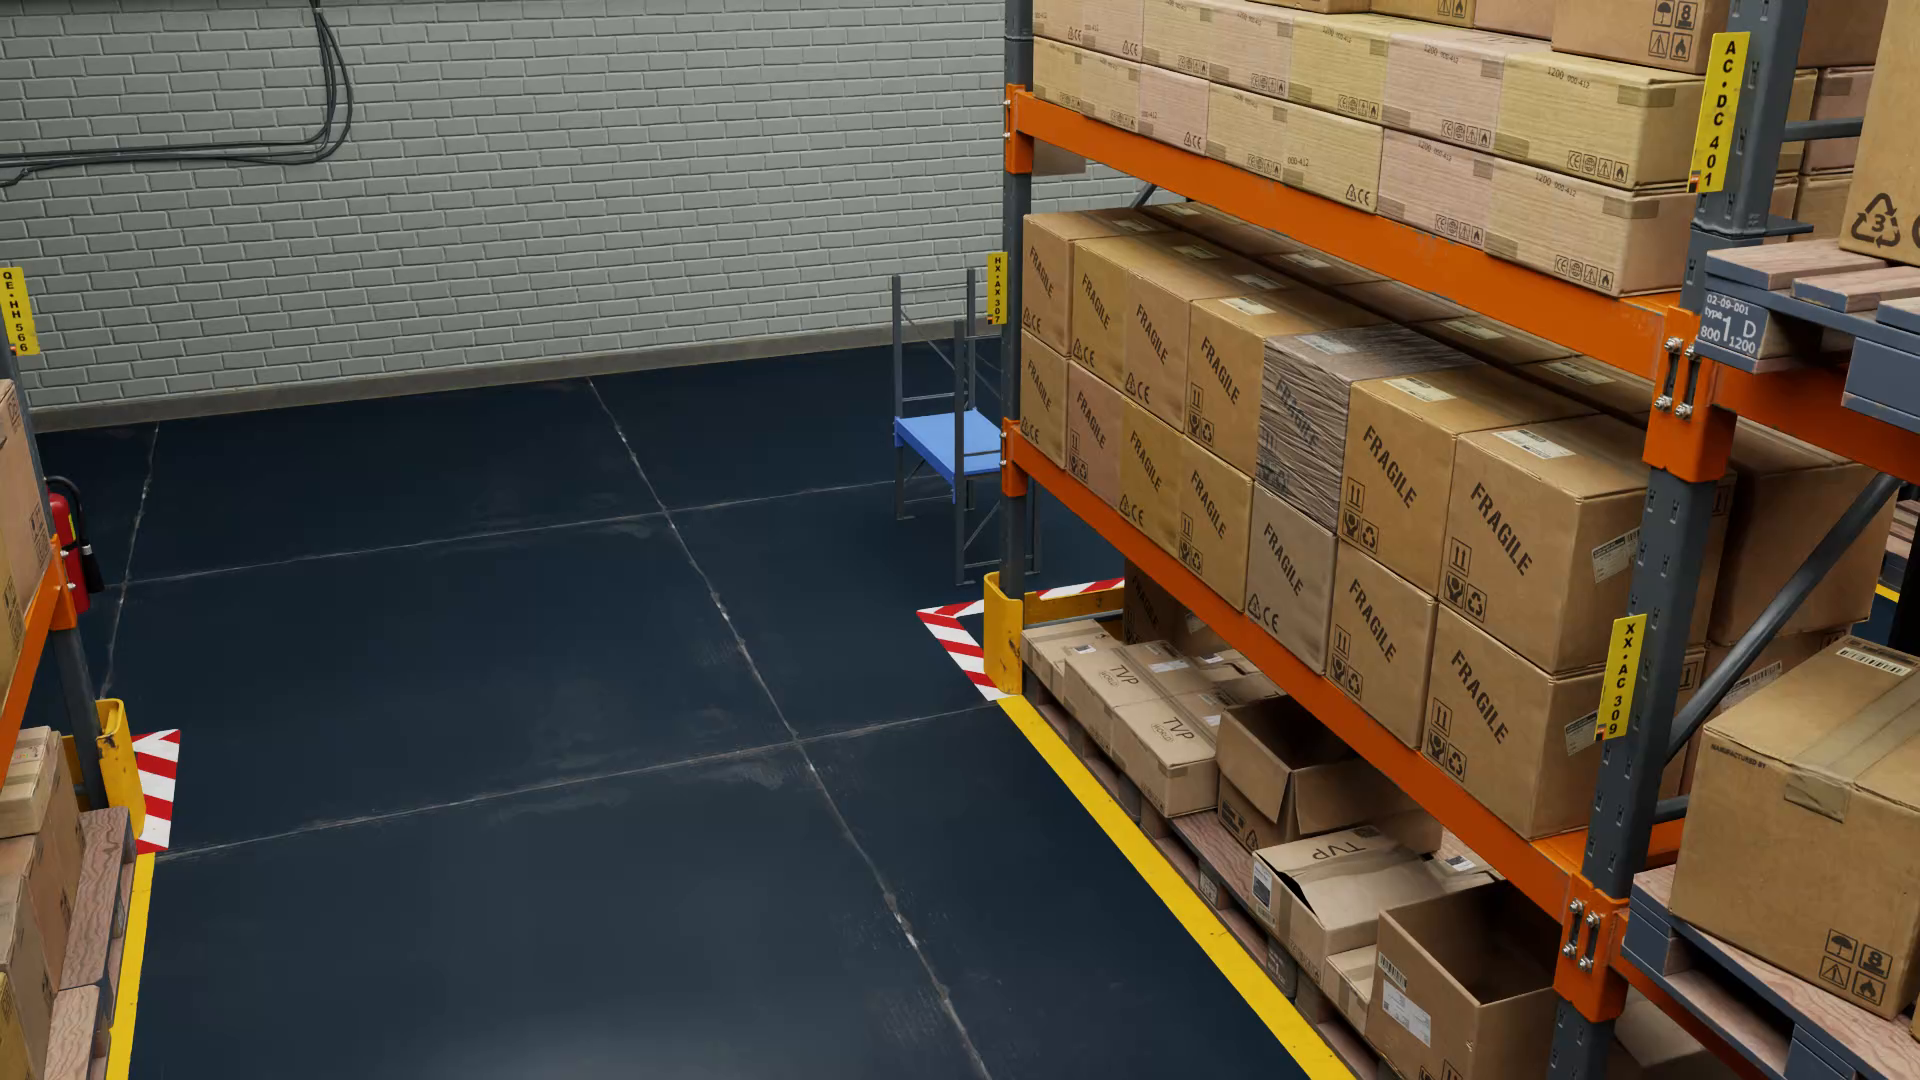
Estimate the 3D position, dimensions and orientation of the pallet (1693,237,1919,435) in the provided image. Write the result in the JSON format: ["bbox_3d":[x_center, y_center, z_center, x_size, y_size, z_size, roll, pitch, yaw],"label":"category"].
[{"bbox_3d":[2.255,-0.396,3.207,1.213,0.211,1.003,-8,24,-19],"label":"pallet"}]

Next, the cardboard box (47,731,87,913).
[{"bbox_3d":[-3.615,1.080,6.004,0.700,0.500,0.500,-8,24,-19],"label":"cardboard box"}]

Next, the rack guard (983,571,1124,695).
[{"bbox_3d":[0.704,0.379,8.207,1.175,0.500,0.348,-8,24,-19],"label":"rack guard"}]

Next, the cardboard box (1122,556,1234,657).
[{"bbox_3d":[1.100,0.313,7.798,0.500,0.500,0.500,-8,24,-19],"label":"cardboard box"}]

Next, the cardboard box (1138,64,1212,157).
[{"bbox_3d":[0.964,-1.527,5.842,0.500,0.250,0.500,-8,24,-19],"label":"cardboard box"}]

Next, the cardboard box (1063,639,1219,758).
[{"bbox_3d":[0.781,0.682,7.243,0.500,0.250,0.500,-8,24,-19],"label":"cardboard box"}]

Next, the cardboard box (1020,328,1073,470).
[{"bbox_3d":[0.587,-0.649,7.299,0.500,0.500,0.500,-8,24,-18],"label":"cardboard box"}]

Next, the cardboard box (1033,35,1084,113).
[{"bbox_3d":[0.621,-1.892,6.708,0.500,0.250,0.500,-8,24,-19],"label":"cardboard box"}]

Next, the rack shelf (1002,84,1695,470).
[{"bbox_3d":[1.384,-1.124,5.620,1.077,0.370,4.000,-8,24,-19],"label":"rack shelf"}]

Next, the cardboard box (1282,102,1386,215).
[{"bbox_3d":[1.318,-1.164,4.980,0.500,0.250,0.500,-8,24,-19],"label":"cardboard box"}]

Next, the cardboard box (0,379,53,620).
[{"bbox_3d":[-3.766,-0.074,5.676,0.980,0.700,0.700,-7,24,-17],"label":"cardboard box"}]

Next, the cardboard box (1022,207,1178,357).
[{"bbox_3d":[0.587,-1.110,7.105,0.500,0.500,0.500,-8,24,-17],"label":"cardboard box"}]

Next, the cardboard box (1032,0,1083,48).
[{"bbox_3d":[0.615,-2.121,6.609,0.500,0.250,0.500,-8,24,-19],"label":"cardboard box"}]

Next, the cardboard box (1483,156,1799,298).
[{"bbox_3d":[1.670,-0.800,4.118,0.500,0.250,0.500,-8,24,-19],"label":"cardboard box"}]

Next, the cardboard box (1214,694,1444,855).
[{"bbox_3d":[1.422,0.919,6.356,0.797,0.503,0.637,-8,24,-19],"label":"cardboard box"}]

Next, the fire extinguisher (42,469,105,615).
[{"bbox_3d":[-3.577,-0.030,6.539,0.296,0.674,0.183,-8,24,-19],"label":"fire extinguisher"}]

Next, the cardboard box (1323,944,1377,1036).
[{"bbox_3d":[1.435,1.468,5.509,0.380,0.149,0.250,-8,24,-19],"label":"cardboard box"}]

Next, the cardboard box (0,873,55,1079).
[{"bbox_3d":[-3.260,1.444,5.139,0.700,0.500,0.500,-9,25,-21],"label":"cardboard box"}]

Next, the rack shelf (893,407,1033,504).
[{"bbox_3d":[0.030,-0.494,9.455,0.538,0.185,1.000,-8,24,-19],"label":"rack shelf"}]

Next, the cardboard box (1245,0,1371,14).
[{"bbox_3d":[1.338,-1.950,5.237,0.700,0.500,0.500,-8,24,-19],"label":"cardboard box"}]

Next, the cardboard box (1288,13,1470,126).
[{"bbox_3d":[1.317,-1.394,4.883,0.500,0.250,0.500,-8,24,-19],"label":"cardboard box"}]

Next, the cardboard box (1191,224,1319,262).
[{"bbox_3d":[1.271,-1.000,6.844,0.500,0.500,0.500,-8,24,-18],"label":"cardboard box"}]

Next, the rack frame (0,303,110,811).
[{"bbox_3d":[-3.956,-0.119,6.171,1.000,3.000,0.127,-8,24,-19],"label":"rack frame"}]

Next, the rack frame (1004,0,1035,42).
[{"bbox_3d":[0.677,-3.565,6.621,1.000,3.000,0.127,-8,24,-19],"label":"rack frame"}]

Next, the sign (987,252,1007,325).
[{"bbox_3d":[0.170,-1.125,7.442,0.100,0.325,0.005,-8,24,-19],"label":"sign"}]

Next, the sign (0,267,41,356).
[{"bbox_3d":[-3.443,-0.831,6.065,0.100,0.325,0.005,-8,24,-19],"label":"sign"}]

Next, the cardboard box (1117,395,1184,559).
[{"bbox_3d":[0.949,-0.279,6.422,0.500,0.500,0.500,-8,24,-19],"label":"cardboard box"}]

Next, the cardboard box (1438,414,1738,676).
[{"bbox_3d":[1.670,-0.002,4.476,0.500,0.500,0.500,-8,24,-19],"label":"cardboard box"}]

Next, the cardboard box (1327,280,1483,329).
[{"bbox_3d":[1.640,-0.625,5.955,0.500,0.500,0.500,-8,24,-17],"label":"cardboard box"}]

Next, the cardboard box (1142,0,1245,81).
[{"bbox_3d":[0.968,-1.758,5.746,0.500,0.250,0.500,-8,24,-19],"label":"cardboard box"}]

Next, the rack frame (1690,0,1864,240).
[{"bbox_3d":[2.090,-2.111,3.173,1.000,3.000,0.127,-8,24,-19],"label":"rack frame"}]

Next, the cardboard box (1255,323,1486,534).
[{"bbox_3d":[1.308,-0.371,5.352,0.500,0.500,0.500,-8,24,-19],"label":"cardboard box"}]

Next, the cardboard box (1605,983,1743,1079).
[{"bbox_3d":[2.145,1.507,5.207,0.500,0.311,0.500,-8,24,-19],"label":"cardboard box"}]

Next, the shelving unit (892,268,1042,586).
[{"bbox_3d":[0.030,-0.660,9.385,0.538,1.500,1.048,-8,24,-19],"label":"shelving unit"}]

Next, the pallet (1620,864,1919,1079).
[{"bbox_3d":[2.271,1.047,3.651,1.003,0.211,1.213,-8,24,-19],"label":"pallet"}]

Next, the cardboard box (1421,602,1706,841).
[{"bbox_3d":[1.674,0.461,4.666,0.500,0.500,0.500,-8,24,-18],"label":"cardboard box"}]

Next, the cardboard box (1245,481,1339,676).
[{"bbox_3d":[1.307,0.087,5.552,0.500,0.500,0.500,-8,24,-18],"label":"cardboard box"}]

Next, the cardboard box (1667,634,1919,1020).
[{"bbox_3d":[2.049,0.616,3.756,0.700,0.500,0.500,-18,29,-36],"label":"cardboard box"}]

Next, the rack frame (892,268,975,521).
[{"bbox_3d":[-0.149,-0.845,9.823,0.500,1.500,0.032,-8,24,-19],"label":"rack frame"}]

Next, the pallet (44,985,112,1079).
[{"bbox_3d":[-3.173,1.888,4.999,1.003,0.211,1.213,-8,24,-19],"label":"pallet"}]

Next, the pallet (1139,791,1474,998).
[{"bbox_3d":[1.414,1.245,6.526,1.003,0.211,1.213,-8,24,-19],"label":"pallet"}]

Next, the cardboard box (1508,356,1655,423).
[{"bbox_3d":[2.004,-0.251,5.067,0.500,0.500,0.500,-9,25,-21],"label":"cardboard box"}]

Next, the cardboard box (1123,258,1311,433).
[{"bbox_3d":[0.951,-0.738,6.224,0.500,0.500,0.500,-8,24,-18],"label":"cardboard box"}]

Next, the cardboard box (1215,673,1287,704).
[{"bbox_3d":[1.407,0.777,7.018,0.500,0.250,0.500,-8,24,-19],"label":"cardboard box"}]

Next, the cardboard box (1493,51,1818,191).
[{"bbox_3d":[1.665,-1.030,4.019,0.500,0.250,0.500,-8,24,-19],"label":"cardboard box"}]

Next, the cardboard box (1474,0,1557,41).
[{"bbox_3d":[1.839,-1.609,4.426,0.700,0.500,0.500,-8,24,-19],"label":"cardboard box"}]

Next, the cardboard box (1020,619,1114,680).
[{"bbox_3d":[0.504,0.510,7.782,0.380,0.149,0.250,-8,24,-19],"label":"cardboard box"}]

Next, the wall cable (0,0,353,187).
[{"bbox_3d":[-5.619,-3.557,10.601,3.097,2.526,0.112,-8,24,-19],"label":"wall cable"}]

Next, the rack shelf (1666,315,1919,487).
[{"bbox_3d":[2.797,0.329,2.171,1.077,0.370,4.000,-8,24,-19],"label":"rack shelf"}]

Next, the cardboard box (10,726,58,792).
[{"bbox_3d":[-3.399,0.802,5.827,0.380,0.149,0.250,-9,24,-20],"label":"cardboard box"}]
